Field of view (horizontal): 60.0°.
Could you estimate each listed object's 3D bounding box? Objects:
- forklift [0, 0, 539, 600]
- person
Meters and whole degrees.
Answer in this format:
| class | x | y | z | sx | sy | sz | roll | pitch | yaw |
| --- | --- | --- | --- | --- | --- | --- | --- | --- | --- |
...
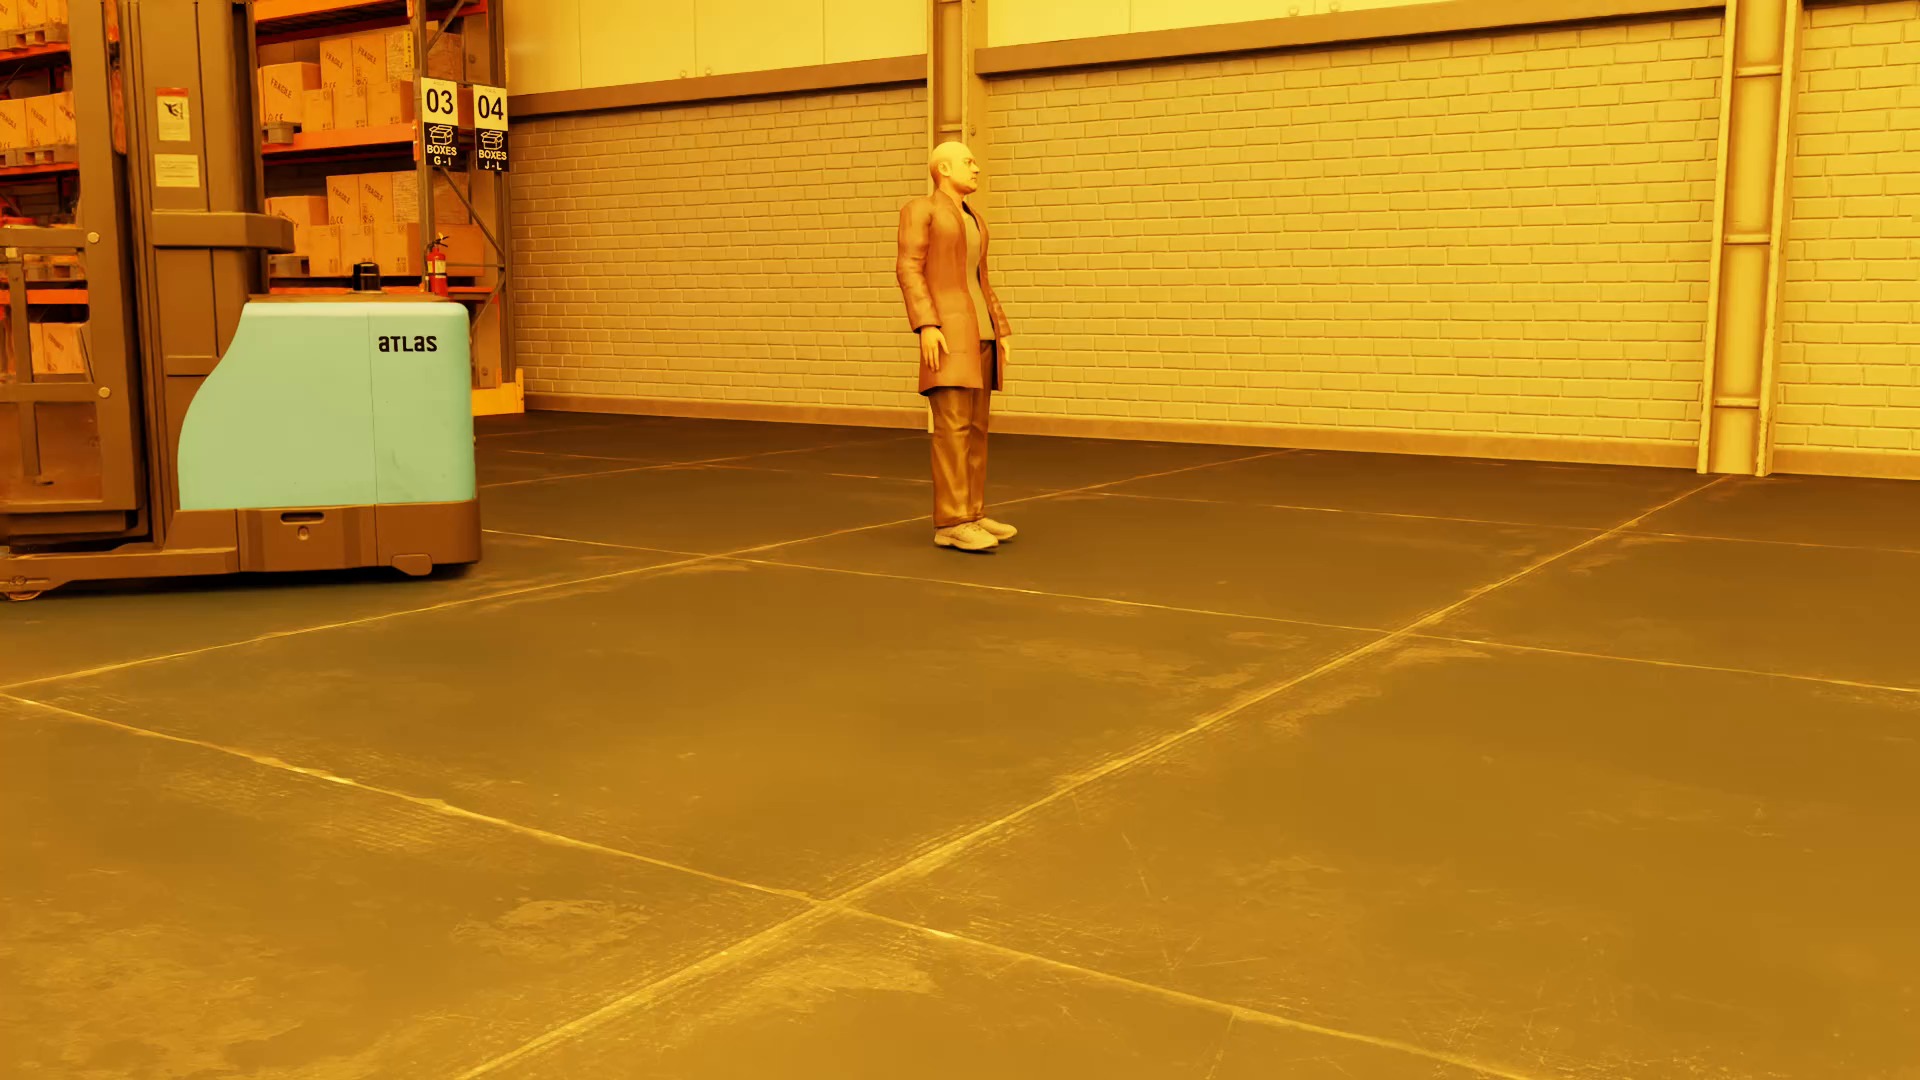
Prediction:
| class | x | y | z | sx | sy | sz | roll | pitch | yaw |
| --- | --- | --- | --- | --- | --- | --- | --- | --- | --- |
| forklift | -3.253 | -1.314 | 6.430 | 3.031 | 2.935 | 1.130 | -2 | 8 | -16 |
| person | 0.073 | -0.879 | 7.423 | 0.580 | 1.777 | 0.695 | 5 | 10 | 34 |
